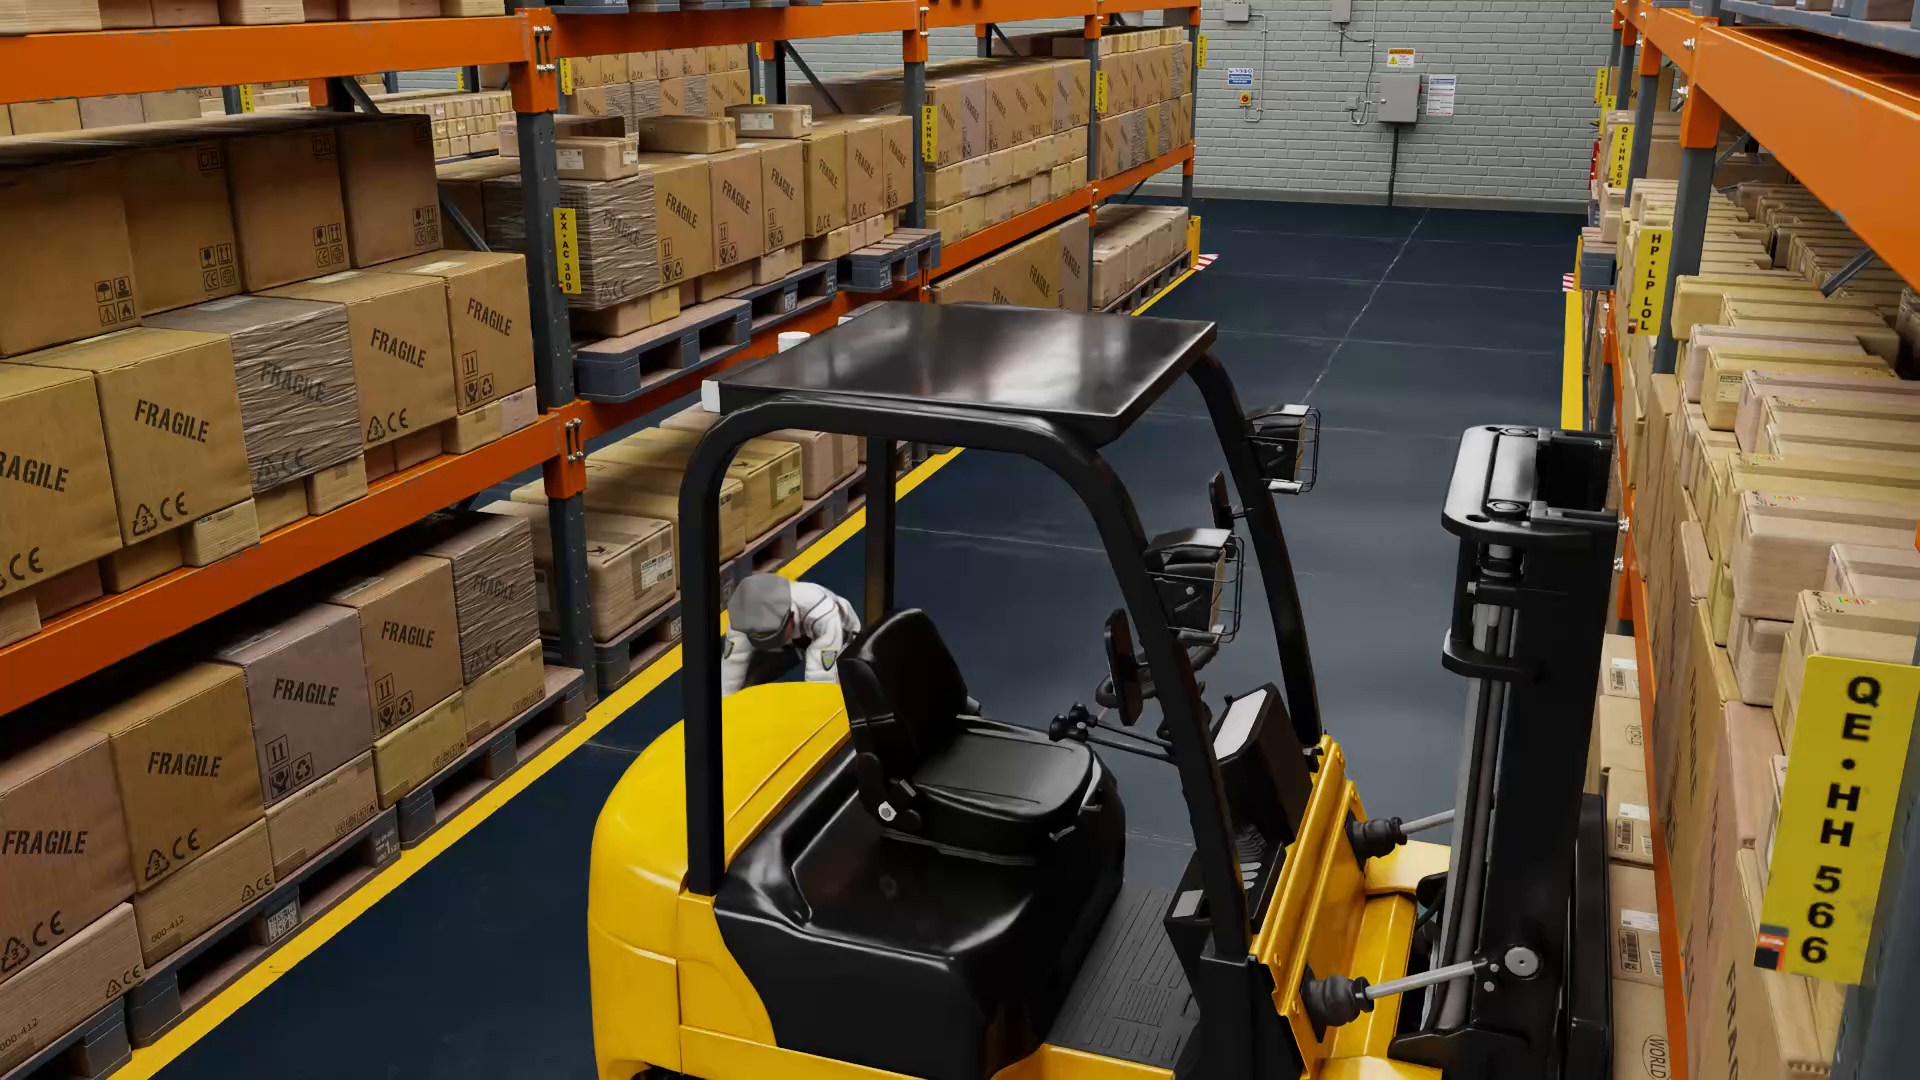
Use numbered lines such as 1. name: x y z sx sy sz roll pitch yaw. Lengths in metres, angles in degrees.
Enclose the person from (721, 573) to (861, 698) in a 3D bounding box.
1. person: -0.644 0.471 6.380 0.479 0.898 0.856 6 20 18
